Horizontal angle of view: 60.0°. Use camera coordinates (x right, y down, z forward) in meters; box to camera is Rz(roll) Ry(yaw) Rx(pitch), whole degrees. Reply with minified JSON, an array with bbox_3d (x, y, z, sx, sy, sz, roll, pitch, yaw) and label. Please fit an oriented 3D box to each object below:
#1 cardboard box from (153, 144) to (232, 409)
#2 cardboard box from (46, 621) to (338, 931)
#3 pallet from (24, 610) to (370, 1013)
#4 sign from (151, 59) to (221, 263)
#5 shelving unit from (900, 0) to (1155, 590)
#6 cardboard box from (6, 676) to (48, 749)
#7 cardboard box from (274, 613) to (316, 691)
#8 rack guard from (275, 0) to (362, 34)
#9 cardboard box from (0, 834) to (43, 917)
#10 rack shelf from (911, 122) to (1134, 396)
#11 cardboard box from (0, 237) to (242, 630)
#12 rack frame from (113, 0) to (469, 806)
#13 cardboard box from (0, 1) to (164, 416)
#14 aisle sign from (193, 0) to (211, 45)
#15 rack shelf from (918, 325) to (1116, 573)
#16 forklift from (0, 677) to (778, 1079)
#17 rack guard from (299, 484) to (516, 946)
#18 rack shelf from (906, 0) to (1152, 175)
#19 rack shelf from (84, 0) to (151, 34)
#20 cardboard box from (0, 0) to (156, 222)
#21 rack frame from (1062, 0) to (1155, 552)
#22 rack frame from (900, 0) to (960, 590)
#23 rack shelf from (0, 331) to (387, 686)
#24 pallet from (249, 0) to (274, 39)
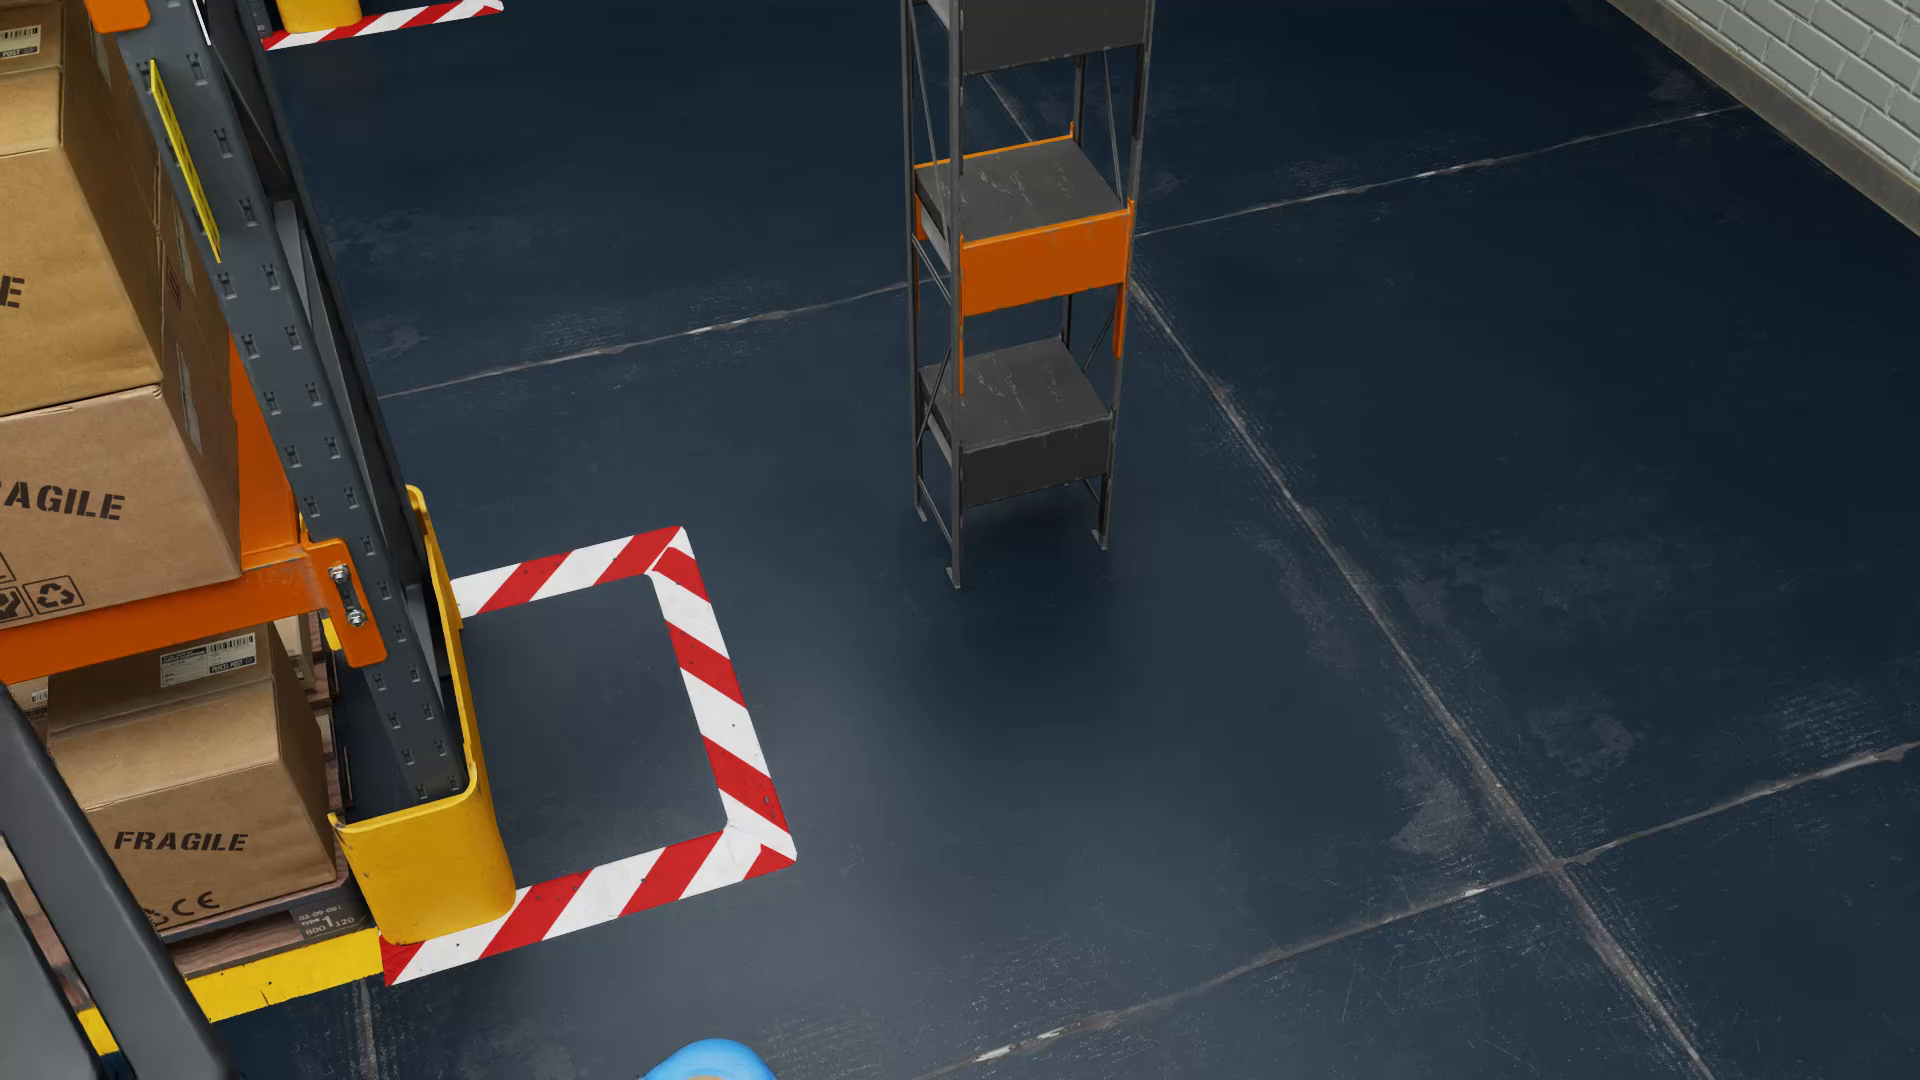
[{"bbox_3d":[-1.931,-0.568,3.628,0.500,0.500,0.500,-13,47,-13],"label":"cardboard box"},{"bbox_3d":[-1.852,0.558,4.030,0.500,0.500,0.500,-14,47,-14],"label":"cardboard box"},{"bbox_3d":[-2.245,0.731,4.372,1.213,0.211,1.003,-14,47,-14],"label":"pallet"},{"bbox_3d":[-1.255,-0.609,2.699,0.005,0.325,0.100,-14,47,-14],"label":"sign"},{"bbox_3d":[0.156,-0.781,4.546,0.503,2.100,0.431,-14,47,-14],"label":"shelving unit"},{"bbox_3d":[-2.502,0.414,4.351,0.500,0.250,0.500,-14,47,-14],"label":"cardboard box"},{"bbox_3d":[-1.935,0.259,4.576,0.250,0.149,0.380,-14,47,-14],"label":"cardboard box"},{"bbox_3d":[-3.087,-2.886,7.774,0.348,0.500,1.175,-14,47,-14],"label":"rack guard"},{"bbox_3d":[-2.263,0.714,4.111,0.250,0.166,0.380,-14,47,-14],"label":"cardboard box"},{"bbox_3d":[0.156,-0.771,4.556,0.480,0.518,0.431,-14,47,-14],"label":"rack shelf"},{"bbox_3d":[-1.753,-0.210,3.271,0.500,0.500,0.500,-13,47,-13],"label":"cardboard box"},{"bbox_3d":[-1.424,-0.464,3.594,0.127,3.000,1.000,-14,47,-14],"label":"rack frame"},{"bbox_3d":[-1.749,-0.562,2.916,0.500,0.500,0.500,-15,47,-14],"label":"cardboard box"},{"bbox_3d":[-1.256,-1.194,2.487,0.004,0.787,0.394,-14,47,-14],"label":"aisle sign"},{"bbox_3d":[0.156,-0.277,5.051,0.480,0.518,0.431,-14,47,-14],"label":"rack shelf"},{"bbox_3d":[-1.217,1.510,1.676,3.031,2.935,1.130,-32,53,-28],"label":"forklift"},{"bbox_3d":[-1.496,0.437,4.461,0.348,0.500,1.175,-14,47,-14],"label":"rack guard"},{"bbox_3d":[0.156,-1.266,4.060,0.480,0.518,0.431,-14,47,-14],"label":"rack shelf"},{"bbox_3d":[-3.305,-0.788,2.307,4.000,0.370,1.077,-14,47,-14],"label":"rack shelf"},{"bbox_3d":[-1.931,-0.921,3.273,0.500,0.500,0.500,-13,47,-13],"label":"cardboard box"},{"bbox_3d":[0.385,-0.840,4.604,0.015,2.100,0.400,-14,47,-14],"label":"rack frame"},{"bbox_3d":[-0.074,-0.722,4.487,0.015,2.100,0.400,-14,47,-14],"label":"rack frame"},{"bbox_3d":[-3.305,0.271,3.370,4.000,0.370,1.077,-14,47,-14],"label":"rack shelf"},{"bbox_3d":[-3.835,-2.534,7.627,1.213,0.211,1.003,-14,47,-14],"label":"pallet"}]
